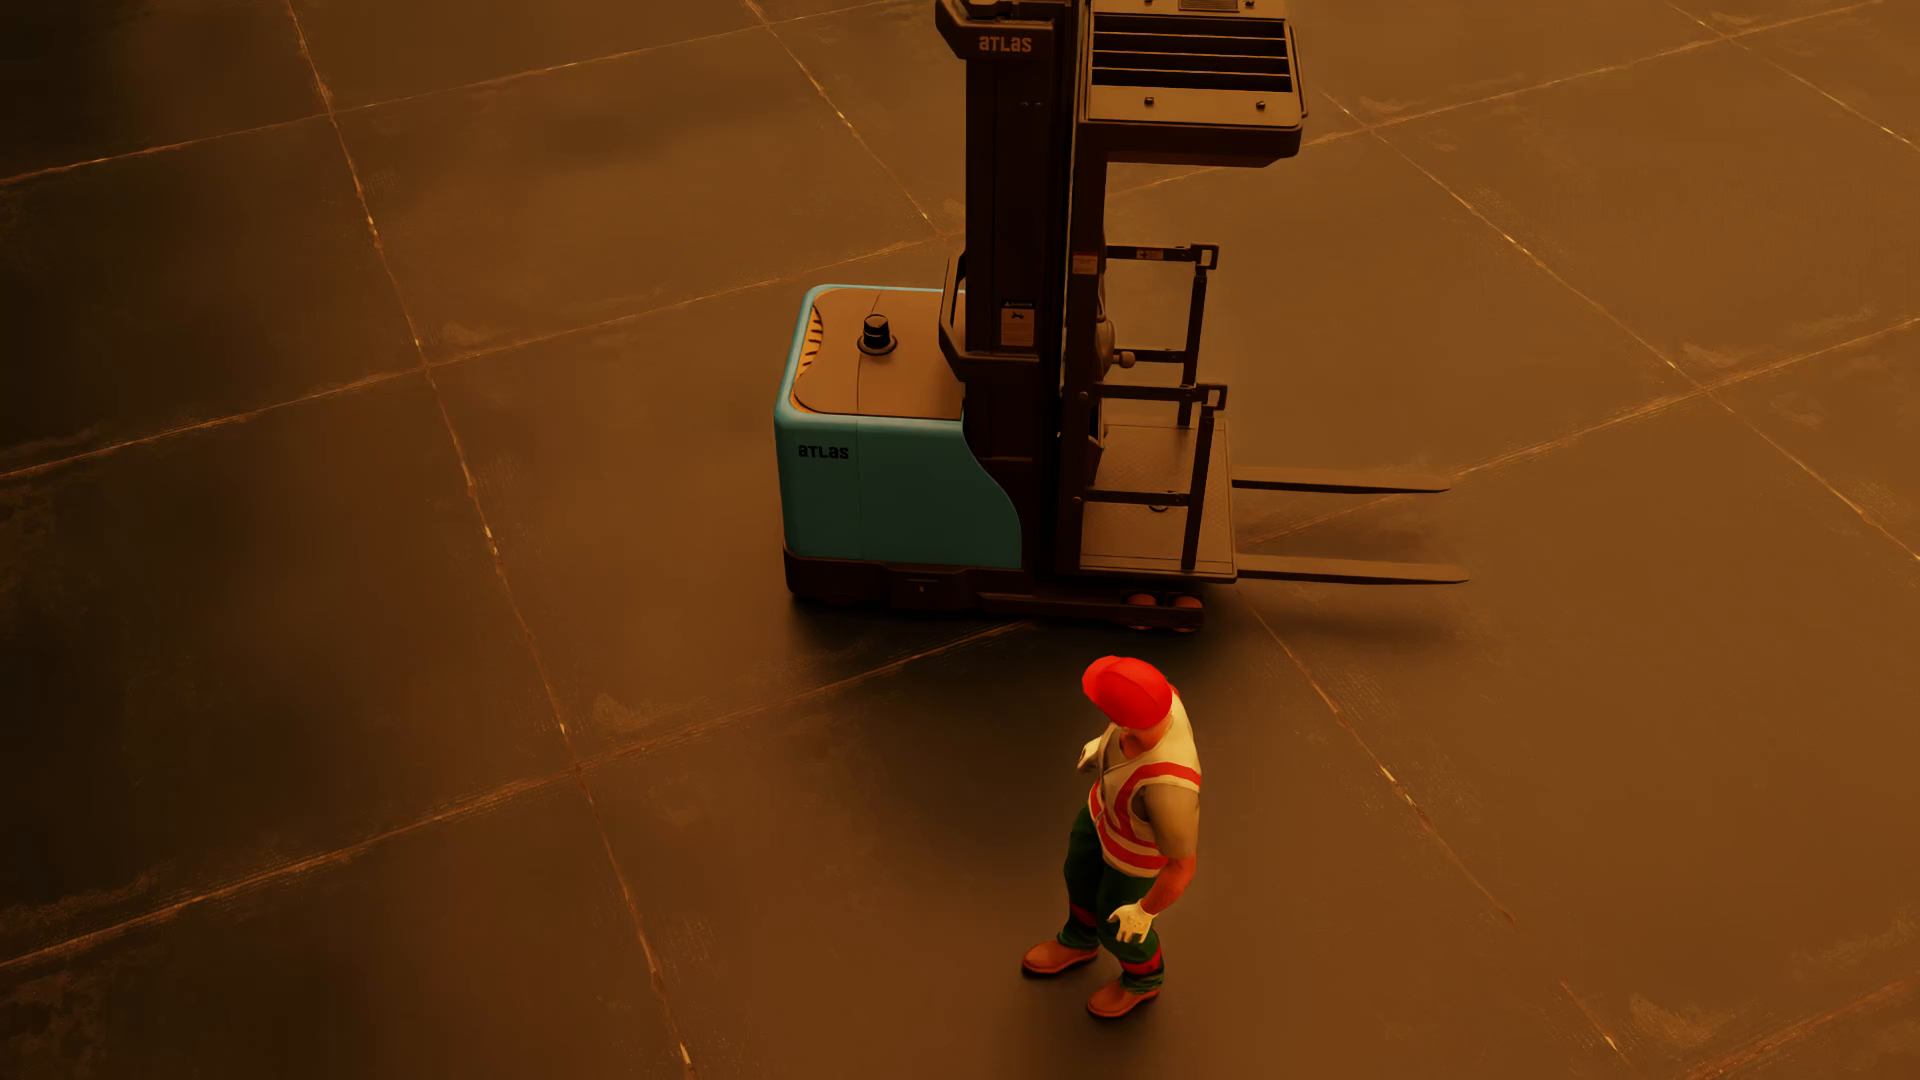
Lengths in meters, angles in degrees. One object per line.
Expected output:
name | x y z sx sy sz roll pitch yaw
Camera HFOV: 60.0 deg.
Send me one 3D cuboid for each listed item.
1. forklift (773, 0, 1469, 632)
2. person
forklift | 0.758 -1.041 6.796 3.031 2.935 1.130 3 43 3
person | 0.502 0.979 5.483 0.500 1.770 0.754 -9 44 -10
